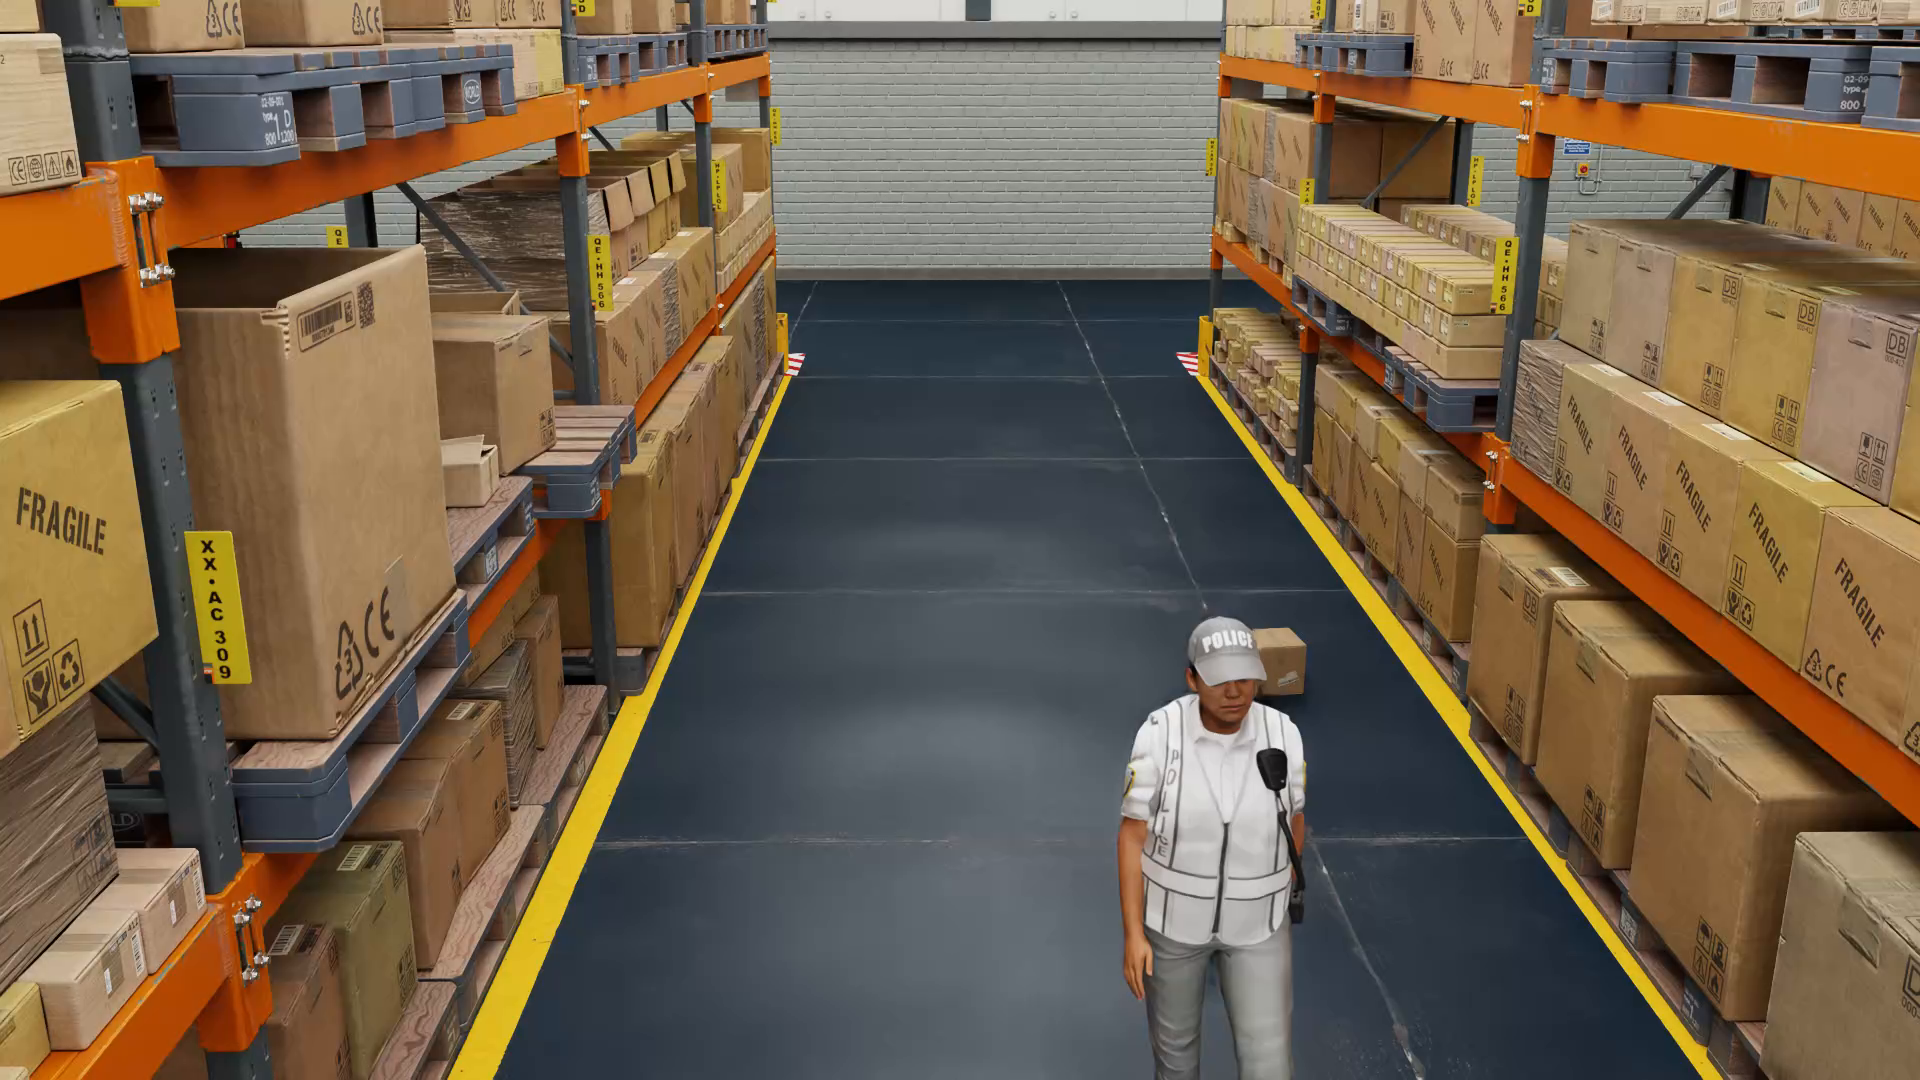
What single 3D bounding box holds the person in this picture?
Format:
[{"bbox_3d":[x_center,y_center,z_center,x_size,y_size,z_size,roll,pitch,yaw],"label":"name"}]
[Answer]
[{"bbox_3d":[0.640,1.033,4.250,0.487,1.698,0.729,1,17,5],"label":"person"}]
